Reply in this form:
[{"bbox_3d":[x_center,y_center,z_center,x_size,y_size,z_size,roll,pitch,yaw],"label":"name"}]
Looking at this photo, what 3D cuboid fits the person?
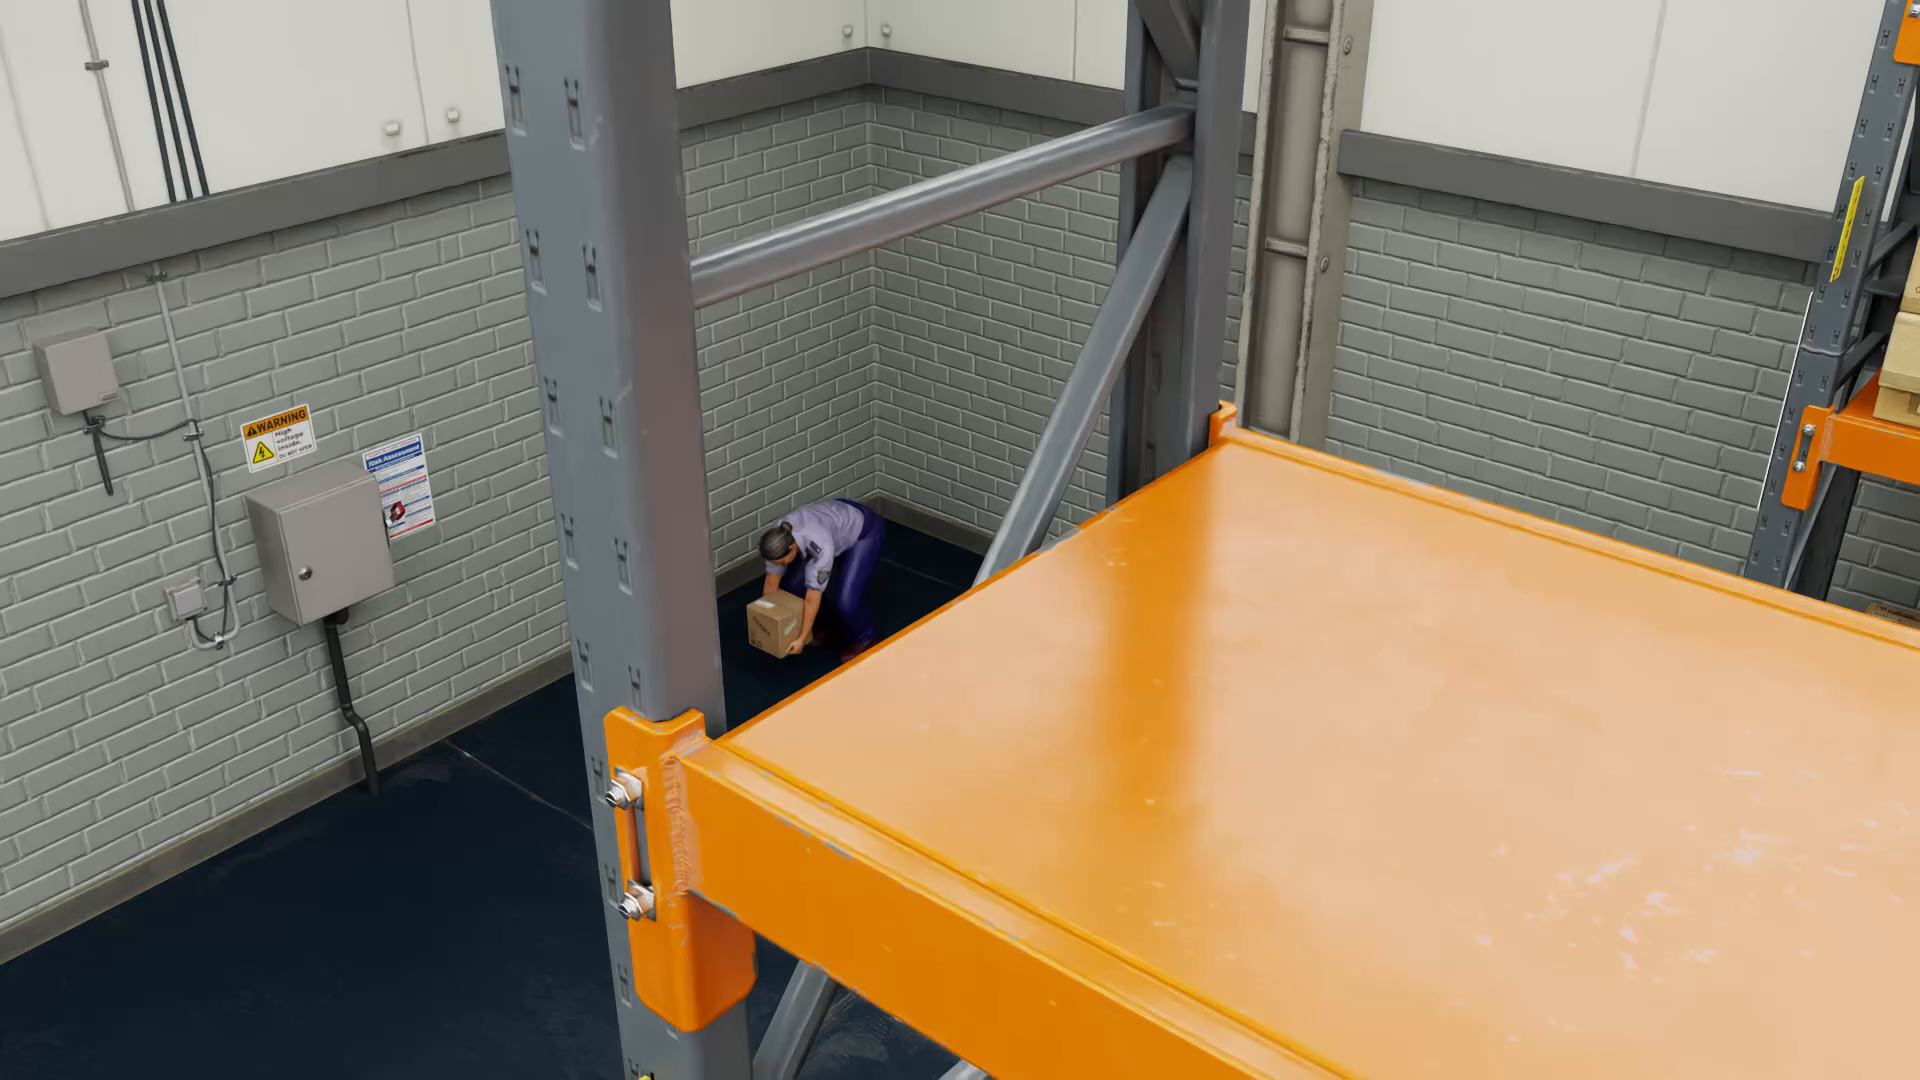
[{"bbox_3d":[-0.786,0.241,9.319,0.518,0.970,0.893,19,33,32],"label":"person"}]
